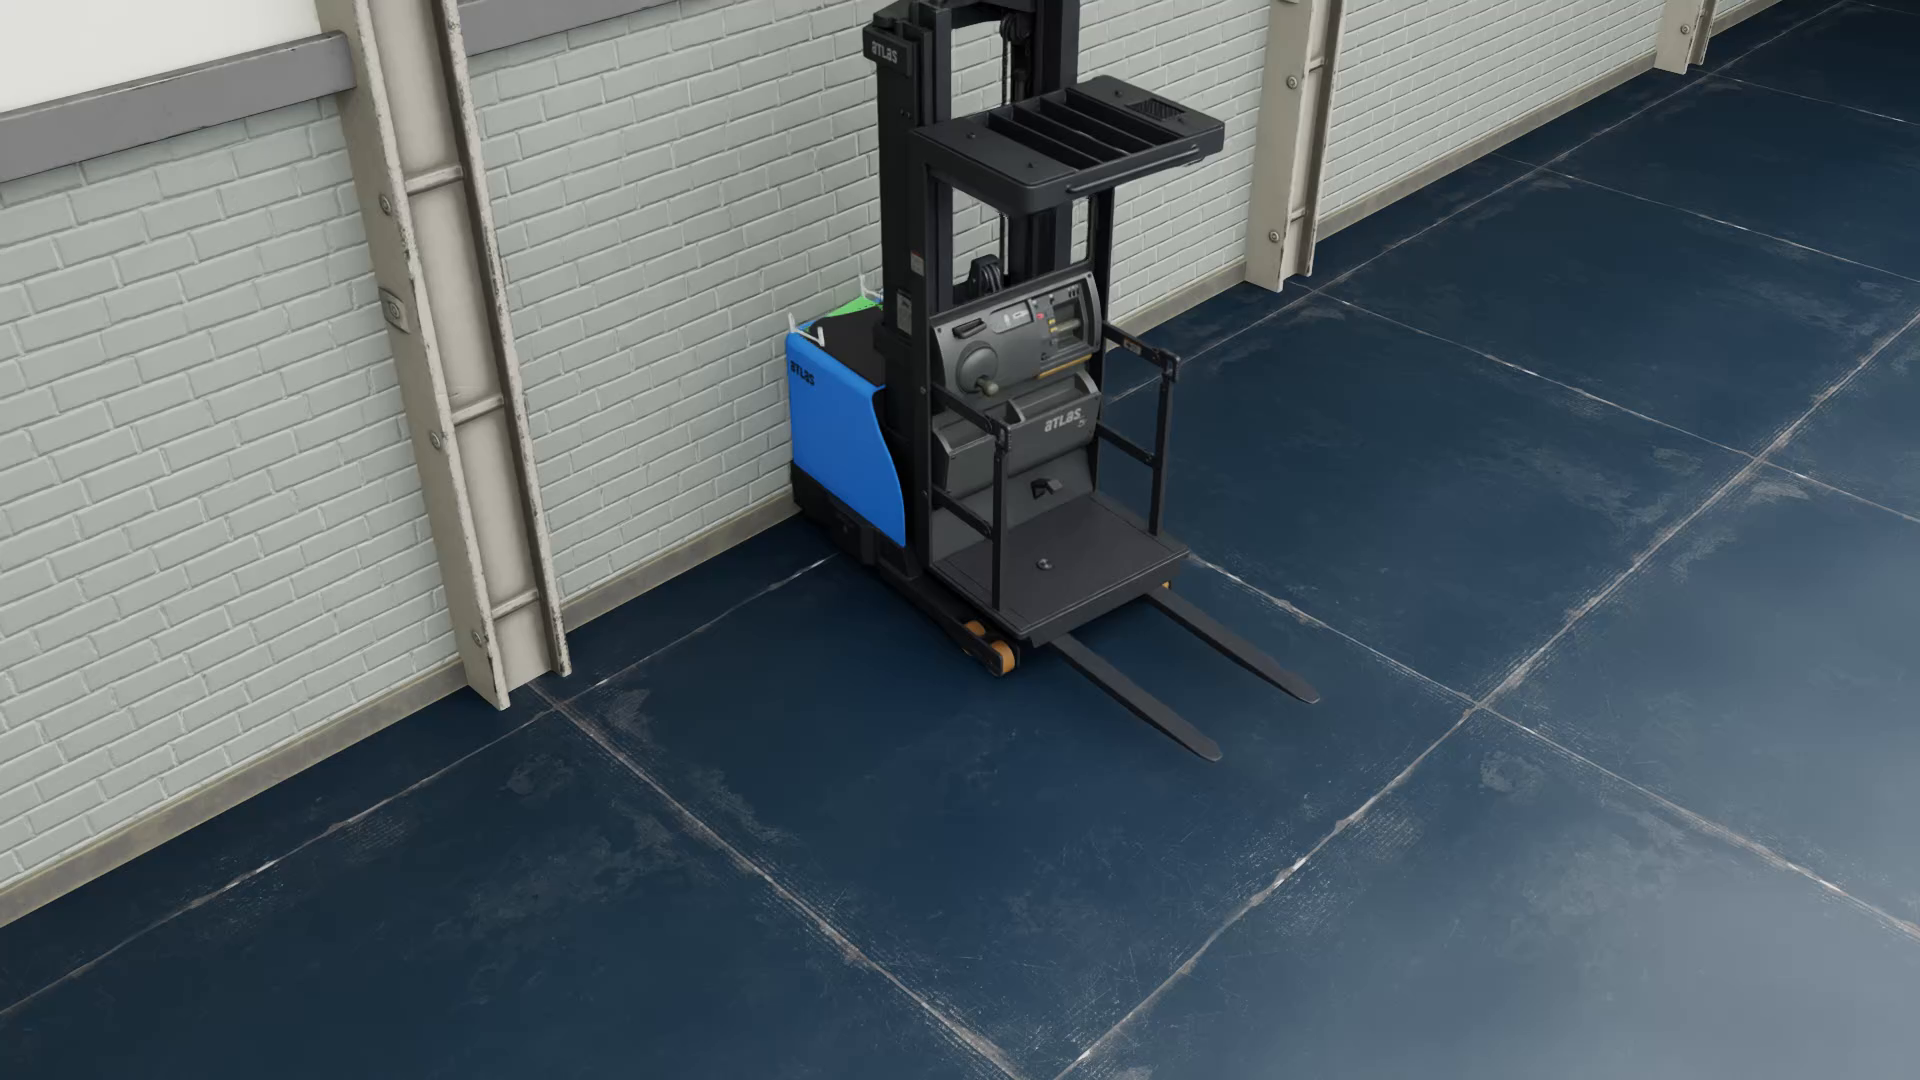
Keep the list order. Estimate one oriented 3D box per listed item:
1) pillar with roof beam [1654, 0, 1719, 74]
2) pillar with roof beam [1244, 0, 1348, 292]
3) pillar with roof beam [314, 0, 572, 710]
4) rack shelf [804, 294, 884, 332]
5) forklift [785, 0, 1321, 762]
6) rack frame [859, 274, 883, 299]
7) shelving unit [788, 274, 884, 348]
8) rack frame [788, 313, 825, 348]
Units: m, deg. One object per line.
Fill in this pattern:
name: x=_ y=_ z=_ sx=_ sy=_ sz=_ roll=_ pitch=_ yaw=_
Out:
pillar with roof beam: x=9.434 y=-6.186 z=9.744 sx=9.100 sy=9.000 sz=0.400 roll=30 pitch=45 yaw=35
pillar with roof beam: x=5.207 y=-3.750 z=6.252 sx=9.100 sy=9.000 sz=0.400 roll=30 pitch=45 yaw=35
pillar with roof beam: x=0.979 y=-1.315 z=2.759 sx=9.100 sy=9.000 sz=0.400 roll=30 pitch=45 yaw=35
rack shelf: x=-0.581 y=-1.057 z=8.466 sx=0.258 sy=0.148 sz=0.480 roll=28 pitch=49 yaw=36
forklift: x=0.403 y=-0.885 z=7.448 sx=1.130 sy=2.935 sz=3.031 roll=-24 pitch=41 yaw=-30
rack frame: x=-0.375 y=-0.847 z=8.848 sx=0.240 sy=1.200 sz=0.015 roll=28 pitch=49 yaw=36
shelving unit: x=-0.545 y=-0.728 z=8.718 sx=0.258 sy=1.200 sz=0.503 roll=28 pitch=49 yaw=36
rack frame: x=-0.715 y=-0.610 z=8.589 sx=0.240 sy=1.200 sz=0.015 roll=28 pitch=49 yaw=36
